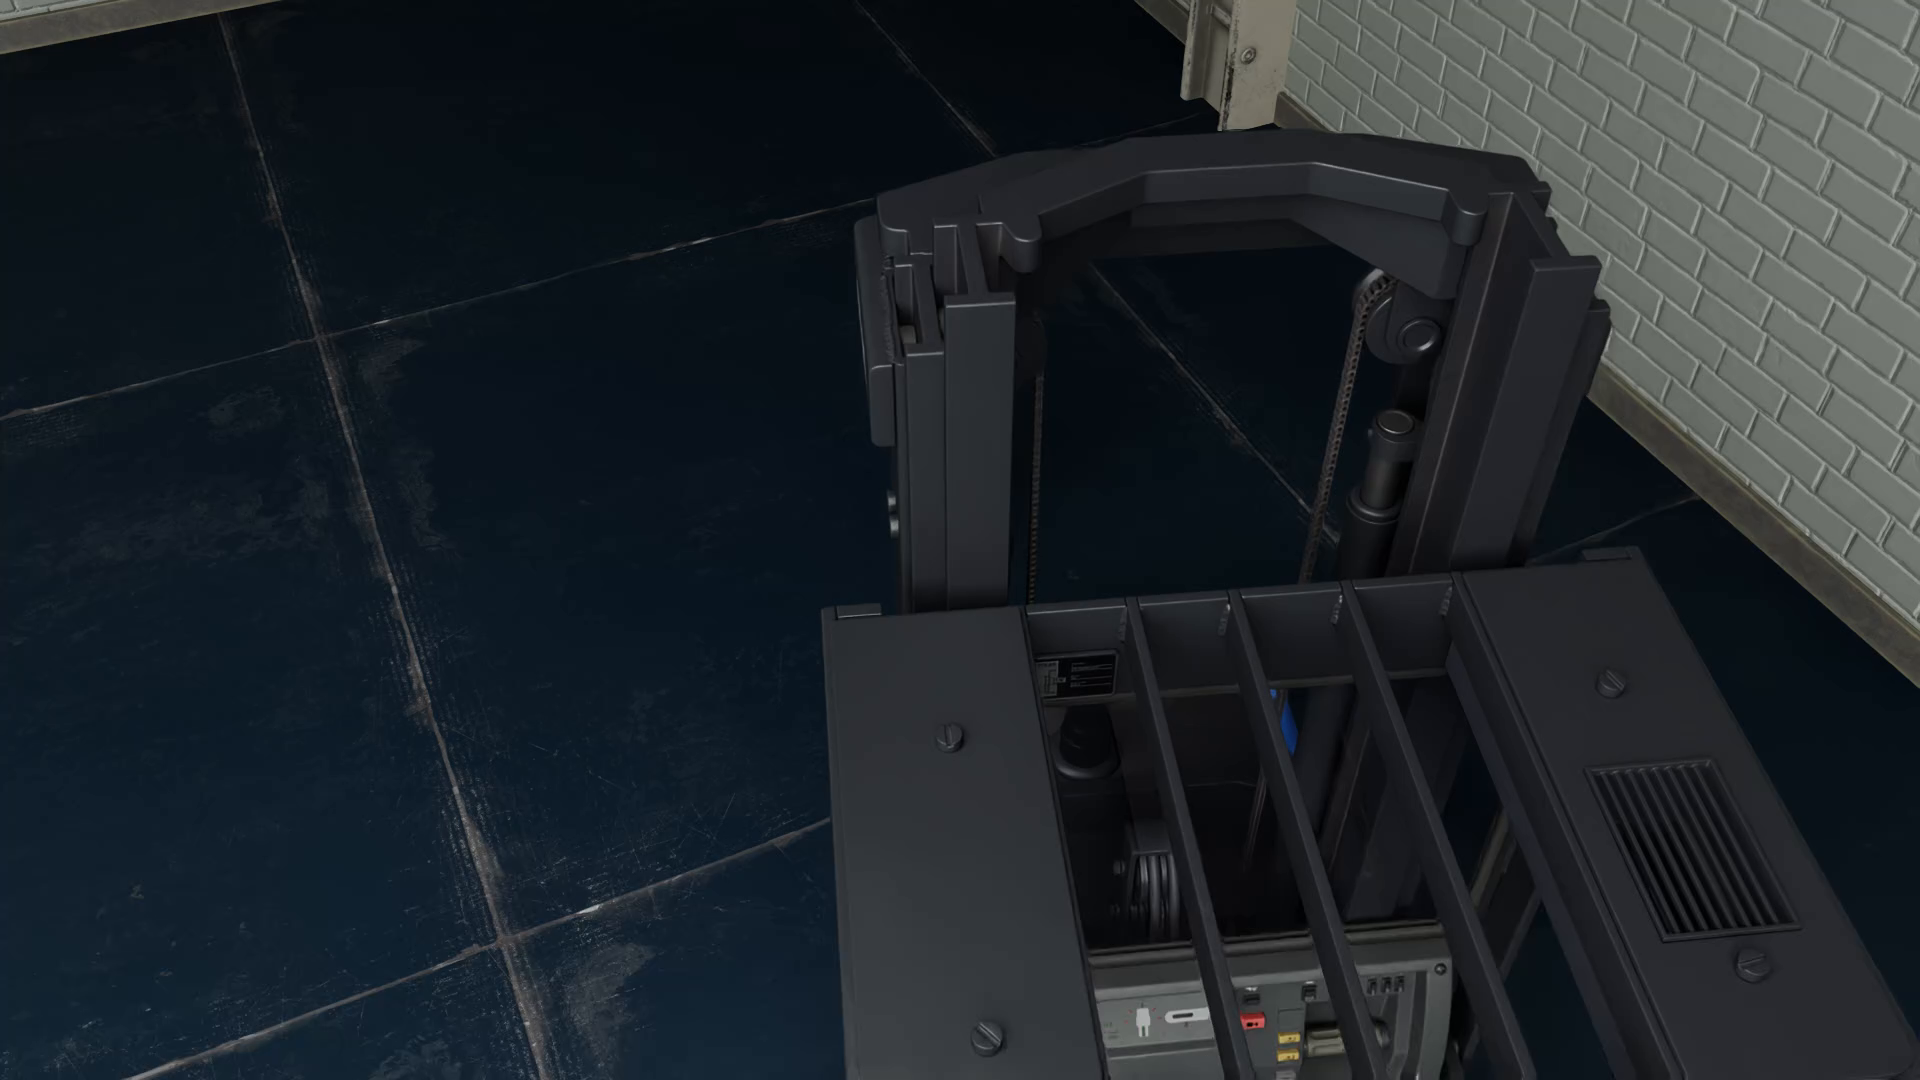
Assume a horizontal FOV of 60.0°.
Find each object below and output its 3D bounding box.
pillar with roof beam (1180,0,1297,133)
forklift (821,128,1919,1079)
[{"bbox_3d":[-2.642,-3.962,3.358,9.100,9.000,0.400,-18,47,-17],"label":"pillar with roof beam"},{"bbox_3d":[0.392,0.991,2.659,1.130,2.935,3.031,-4,45,-4],"label":"forklift"}]
